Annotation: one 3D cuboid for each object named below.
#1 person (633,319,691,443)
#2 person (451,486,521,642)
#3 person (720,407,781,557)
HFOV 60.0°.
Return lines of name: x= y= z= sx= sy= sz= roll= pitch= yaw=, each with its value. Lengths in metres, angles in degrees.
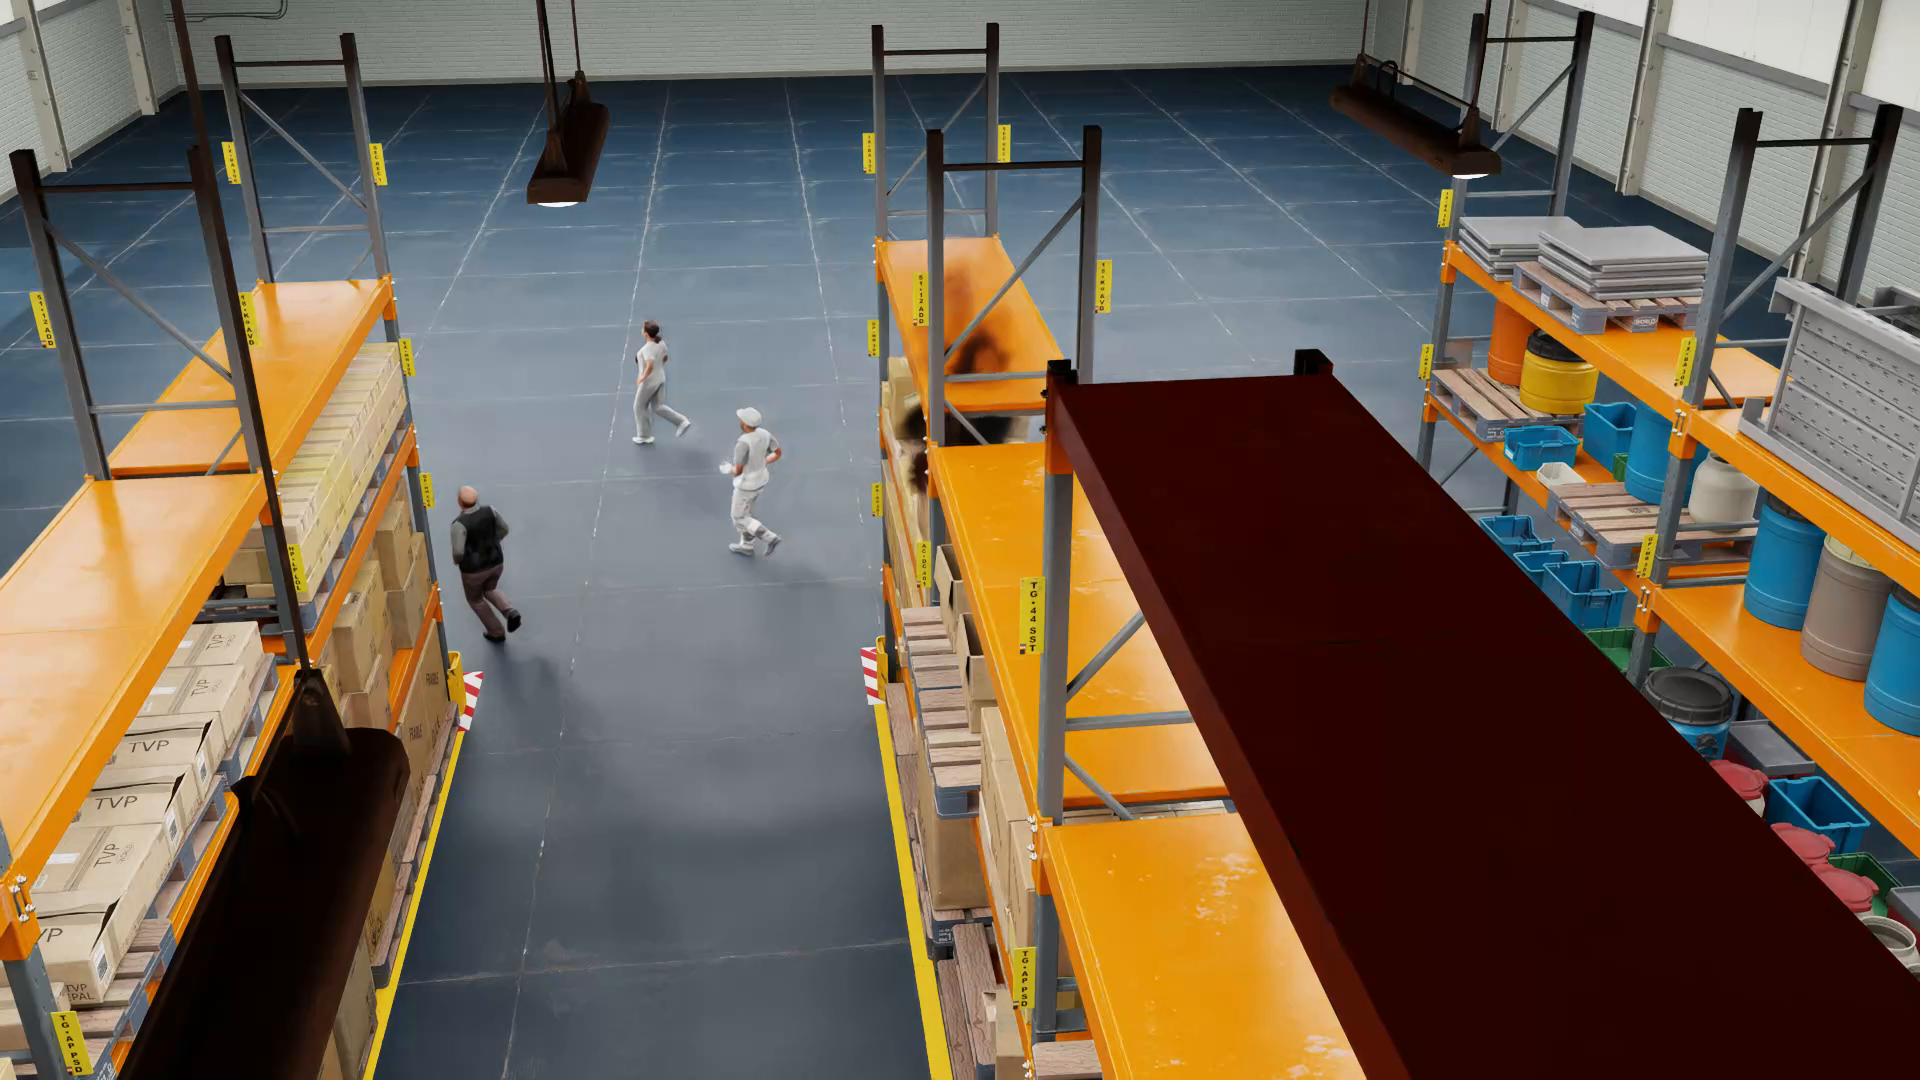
person: x=-3.783 y=-1.929 z=20.666 sx=0.866 sy=1.664 sz=0.576 roll=12 pitch=28 yaw=23
person: x=-4.602 y=0.263 z=16.044 sx=0.597 sy=1.668 sz=0.649 roll=20 pitch=32 yaw=36
person: x=-2.198 y=-0.598 z=17.737 sx=0.767 sy=1.746 sz=0.661 roll=15 pitch=29 yaw=28
